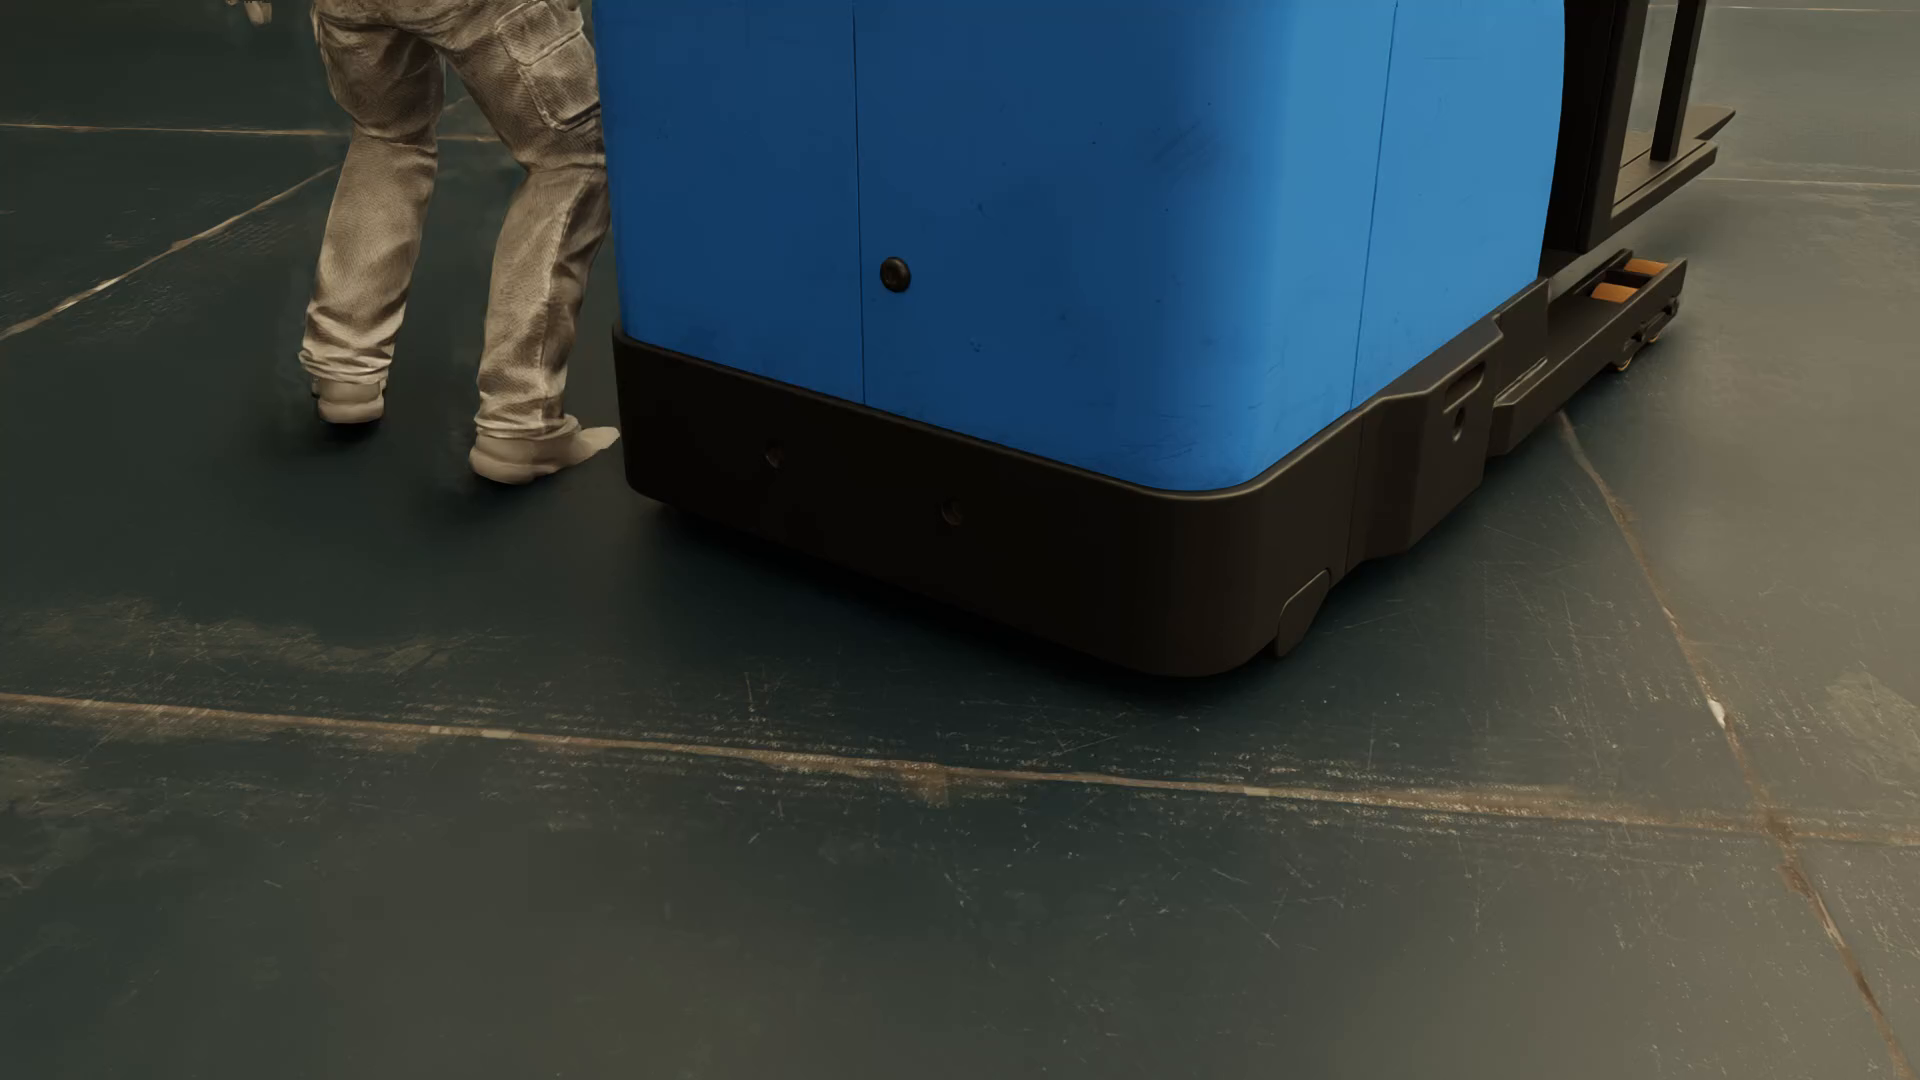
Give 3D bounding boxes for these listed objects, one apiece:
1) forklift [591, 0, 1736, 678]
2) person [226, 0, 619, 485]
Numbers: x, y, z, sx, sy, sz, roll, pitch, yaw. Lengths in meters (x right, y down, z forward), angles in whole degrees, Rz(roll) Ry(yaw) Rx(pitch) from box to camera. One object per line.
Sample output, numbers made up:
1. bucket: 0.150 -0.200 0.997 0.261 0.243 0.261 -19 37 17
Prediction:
1. forklift: 0.771 -1.744 2.712 1.130 2.935 3.031 18 32 32
2. person: -0.816 -0.938 2.526 0.894 1.746 0.398 15 30 27
